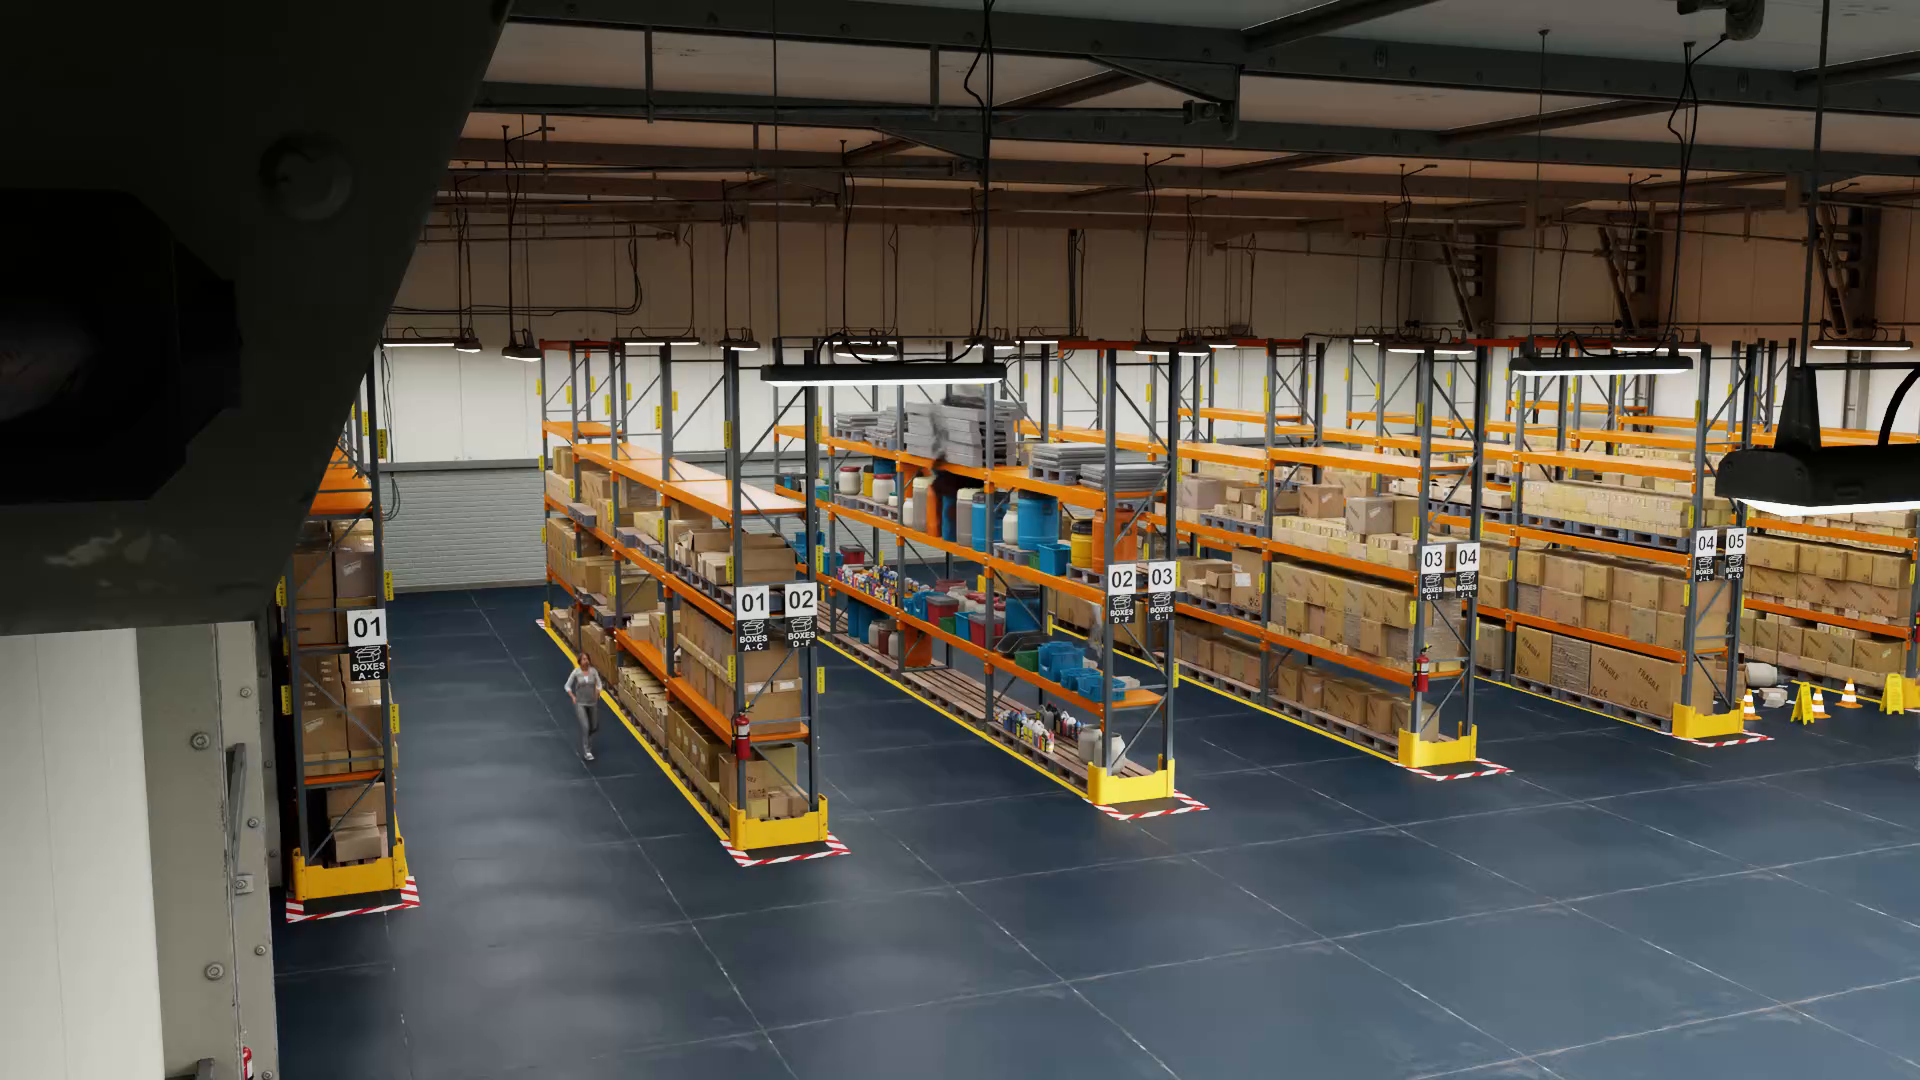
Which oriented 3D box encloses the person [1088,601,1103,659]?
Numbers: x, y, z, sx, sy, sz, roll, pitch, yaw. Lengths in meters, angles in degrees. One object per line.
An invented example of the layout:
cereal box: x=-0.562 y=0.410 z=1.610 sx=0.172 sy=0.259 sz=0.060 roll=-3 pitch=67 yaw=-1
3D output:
person: x=2.581 y=1.259 z=30.624 sx=0.591 sy=1.790 sz=0.734 roll=-4 pitch=8 yaw=-27

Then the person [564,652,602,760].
person: x=-5.497 y=2.404 z=24.333 sx=0.541 sy=1.552 sz=0.666 roll=-4 pitch=8 yaw=-25
